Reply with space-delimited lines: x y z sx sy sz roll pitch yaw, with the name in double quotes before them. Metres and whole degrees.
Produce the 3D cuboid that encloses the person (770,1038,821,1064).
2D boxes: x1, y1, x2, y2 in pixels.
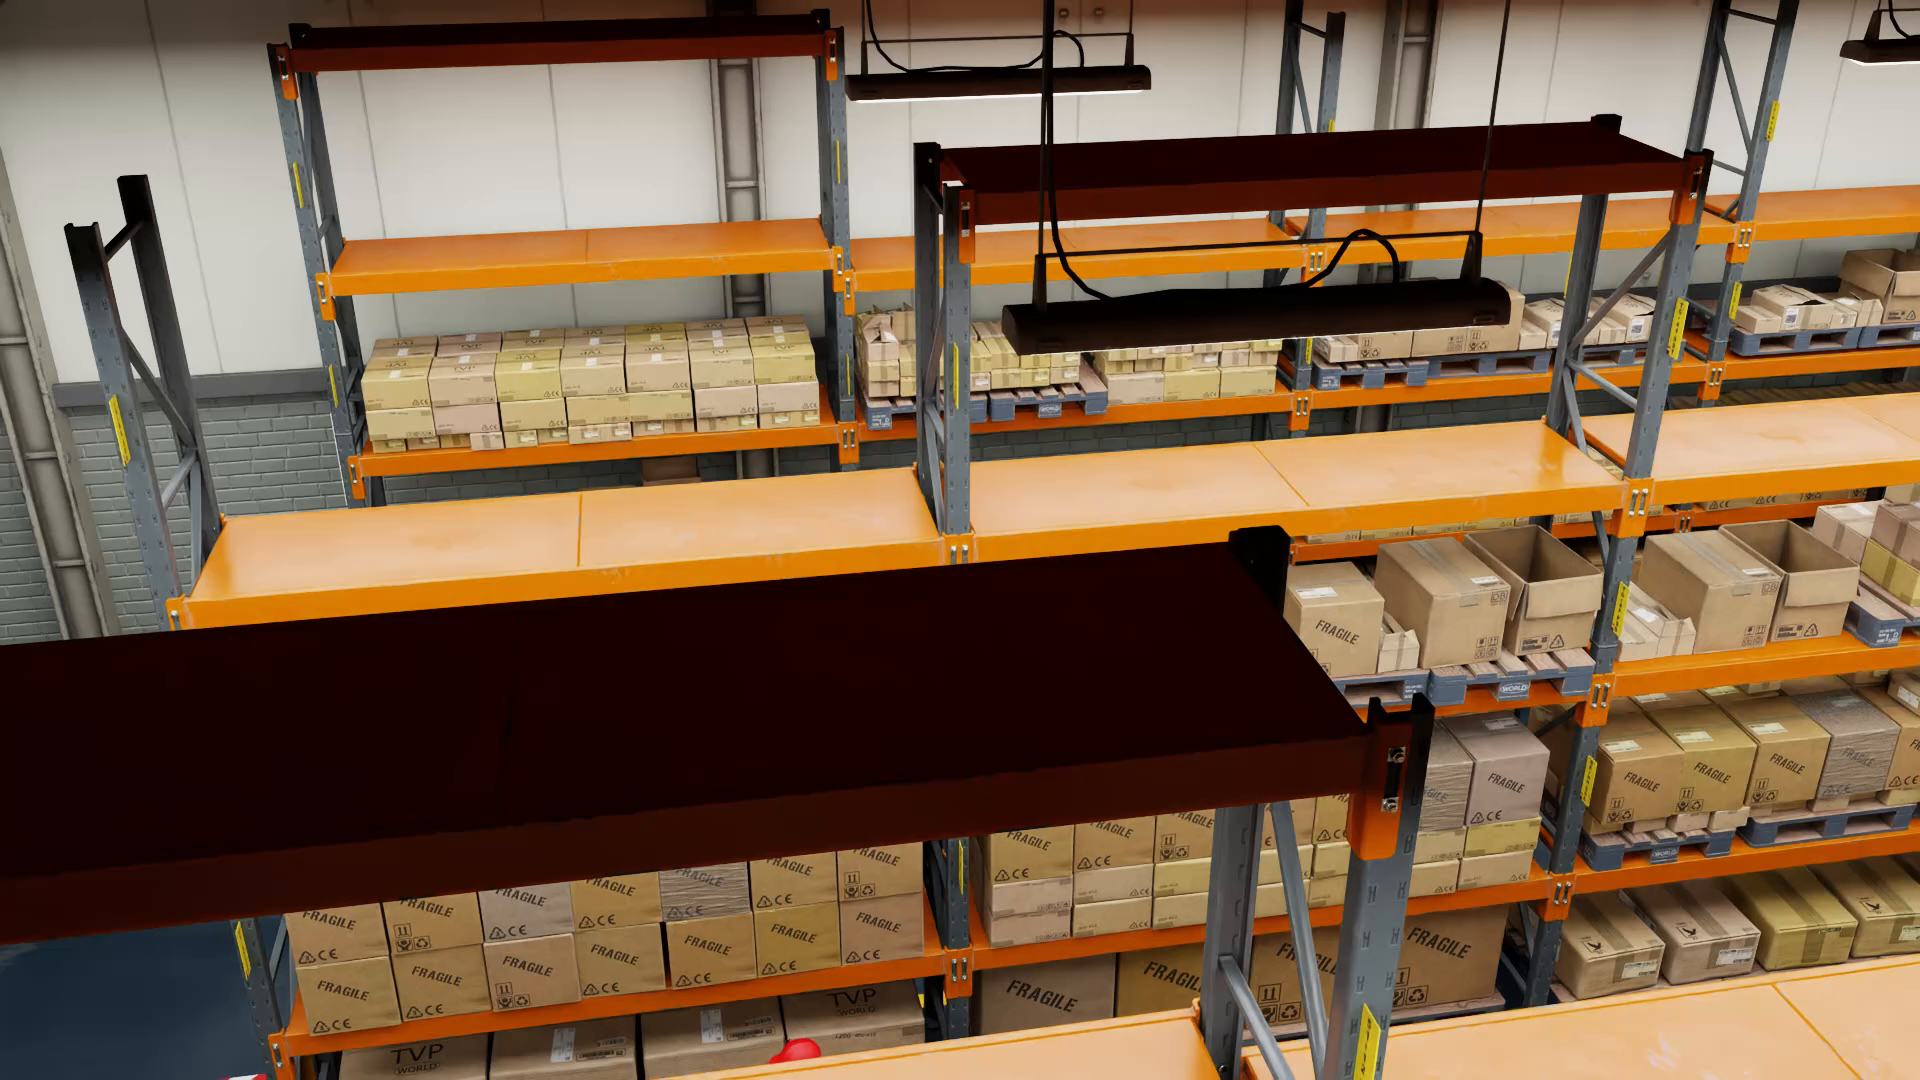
"person" -0.725 3.439 9.116 0.521 1.782 0.590 -16 30 -30
